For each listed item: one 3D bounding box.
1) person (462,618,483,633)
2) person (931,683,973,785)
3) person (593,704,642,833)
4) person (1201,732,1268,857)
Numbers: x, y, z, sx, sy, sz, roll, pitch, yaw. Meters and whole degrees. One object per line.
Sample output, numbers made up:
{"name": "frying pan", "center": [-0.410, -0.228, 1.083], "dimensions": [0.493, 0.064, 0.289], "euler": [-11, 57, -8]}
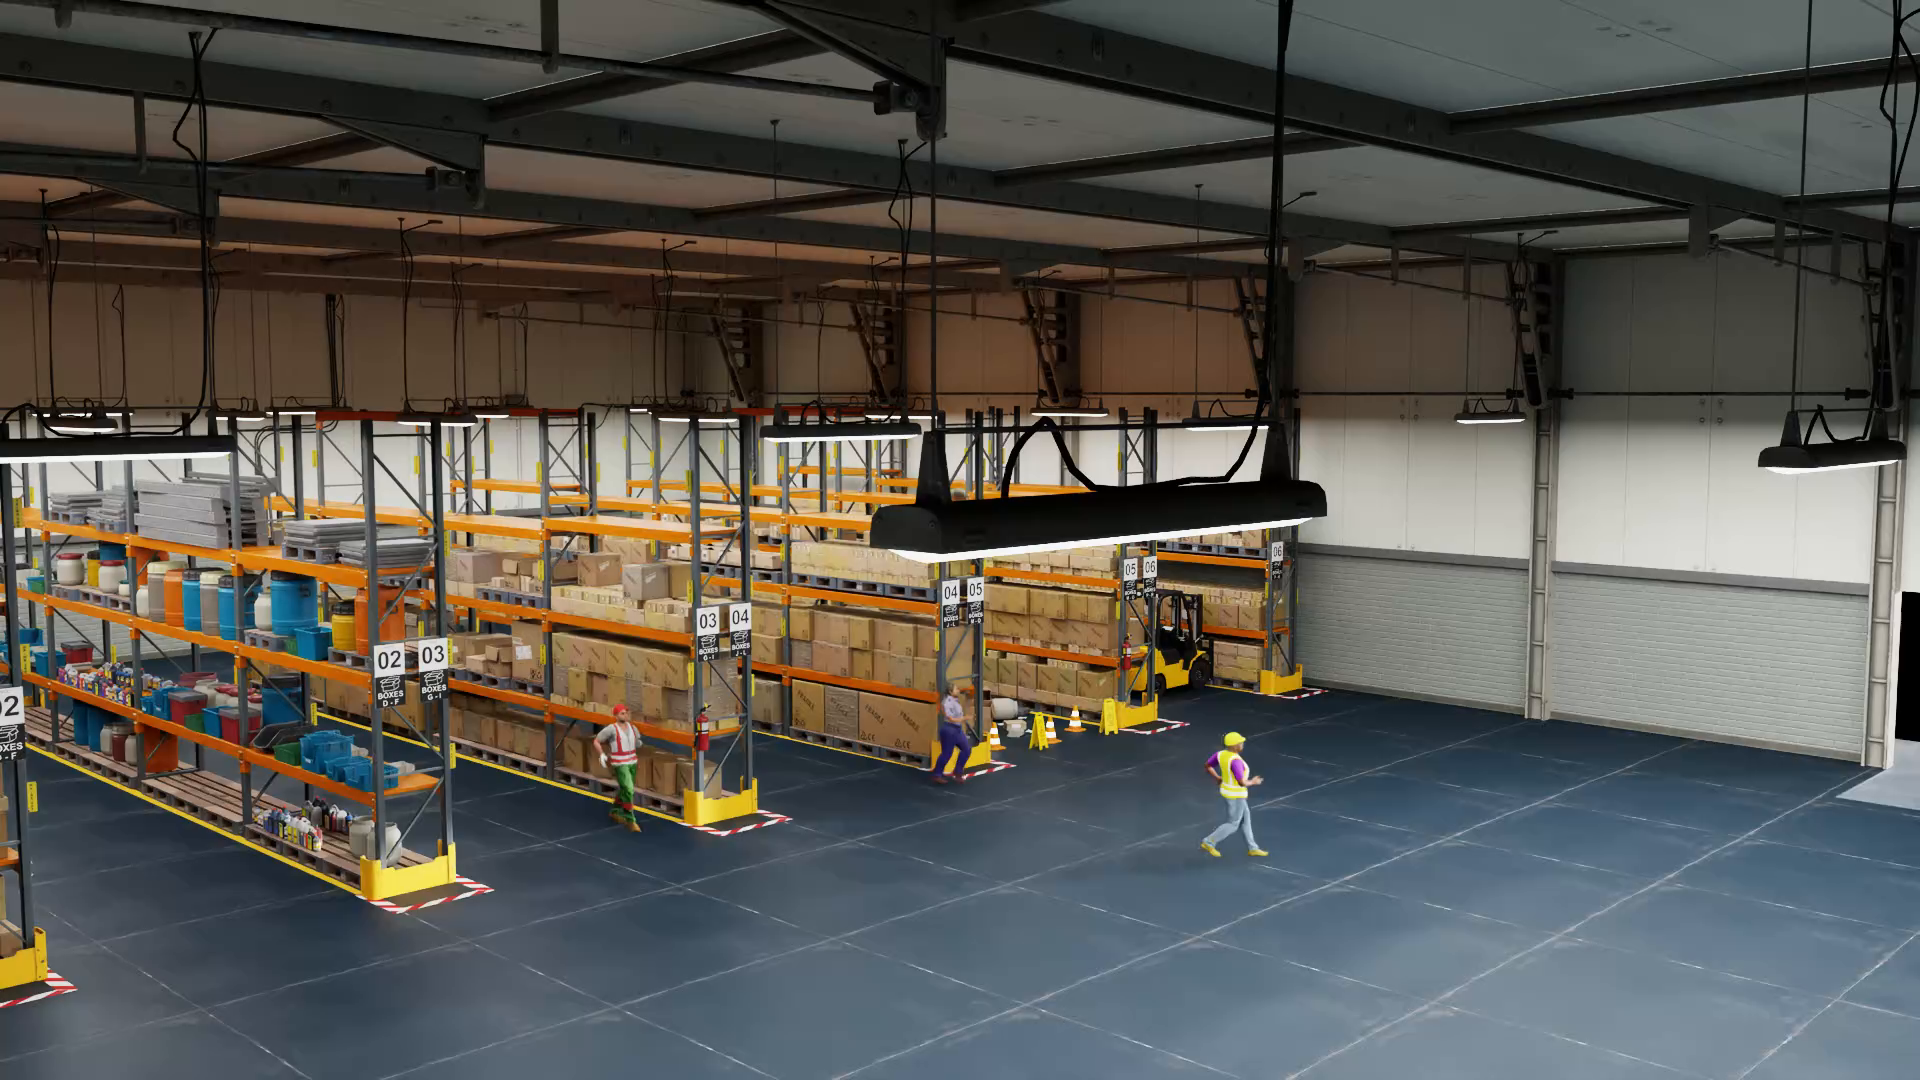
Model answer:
{"name": "person", "center": [-11.901, 1.908, 40.781], "dimensions": [0.665, 1.629, 0.555], "euler": [-5, 7, -45]}
{"name": "person", "center": [-0.119, 3.142, 26.871], "dimensions": [0.685, 1.684, 0.606], "euler": [1, 5, 15]}
{"name": "person", "center": [-4.871, 3.296, 24.141], "dimensions": [0.756, 1.826, 0.667], "euler": [4, 6, 36]}
{"name": "person", "center": [3.716, 3.452, 22.449], "dimensions": [1.031, 1.744, 0.714], "euler": [-1, 5, -13]}
